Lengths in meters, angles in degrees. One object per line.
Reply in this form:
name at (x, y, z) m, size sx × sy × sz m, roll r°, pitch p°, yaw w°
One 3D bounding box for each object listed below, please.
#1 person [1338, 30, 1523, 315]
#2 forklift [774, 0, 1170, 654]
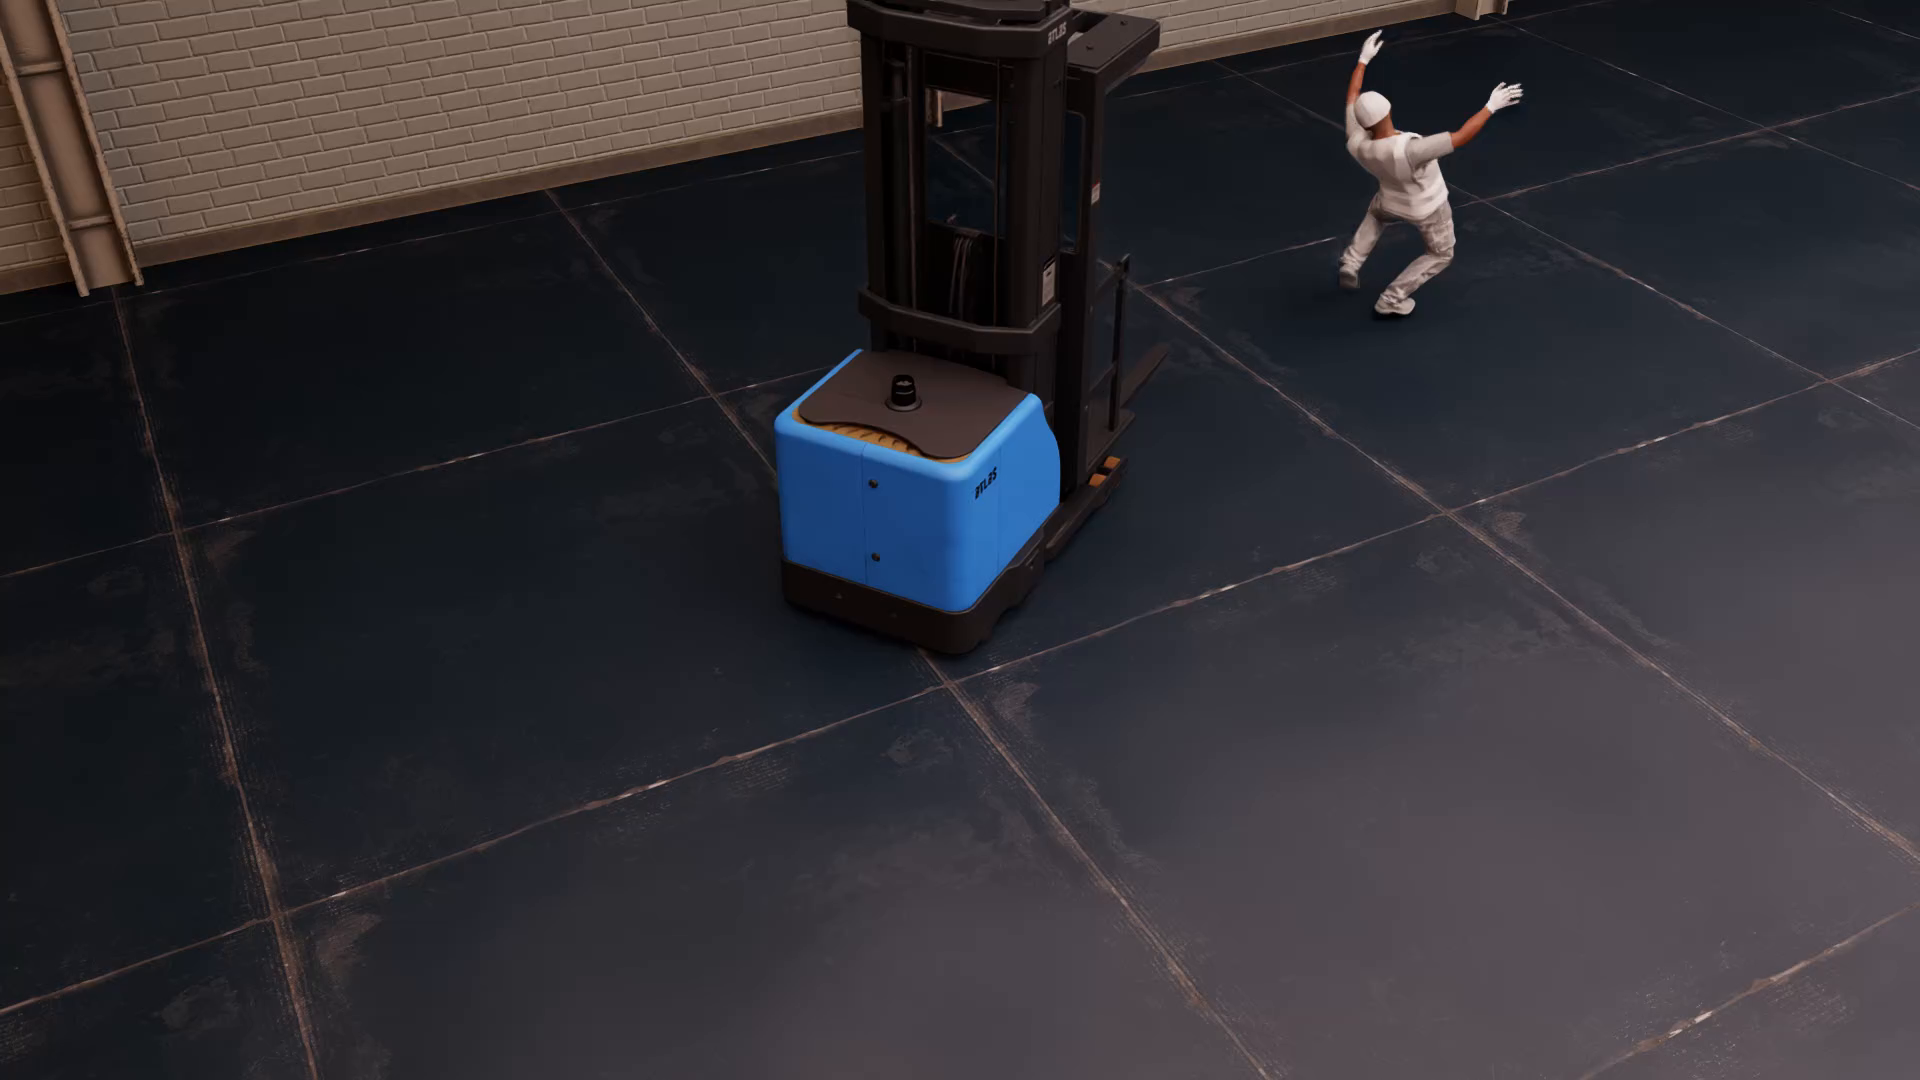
person at (2.742, -2.176, 10.290) m, size 0.732 × 1.671 × 1.044 m, roll -27°, pitch 43°, yaw -33°
forklift at (0.258, -1.496, 8.239) m, size 1.130 × 2.935 × 3.031 m, roll 17°, pitch 39°, yaw 22°
